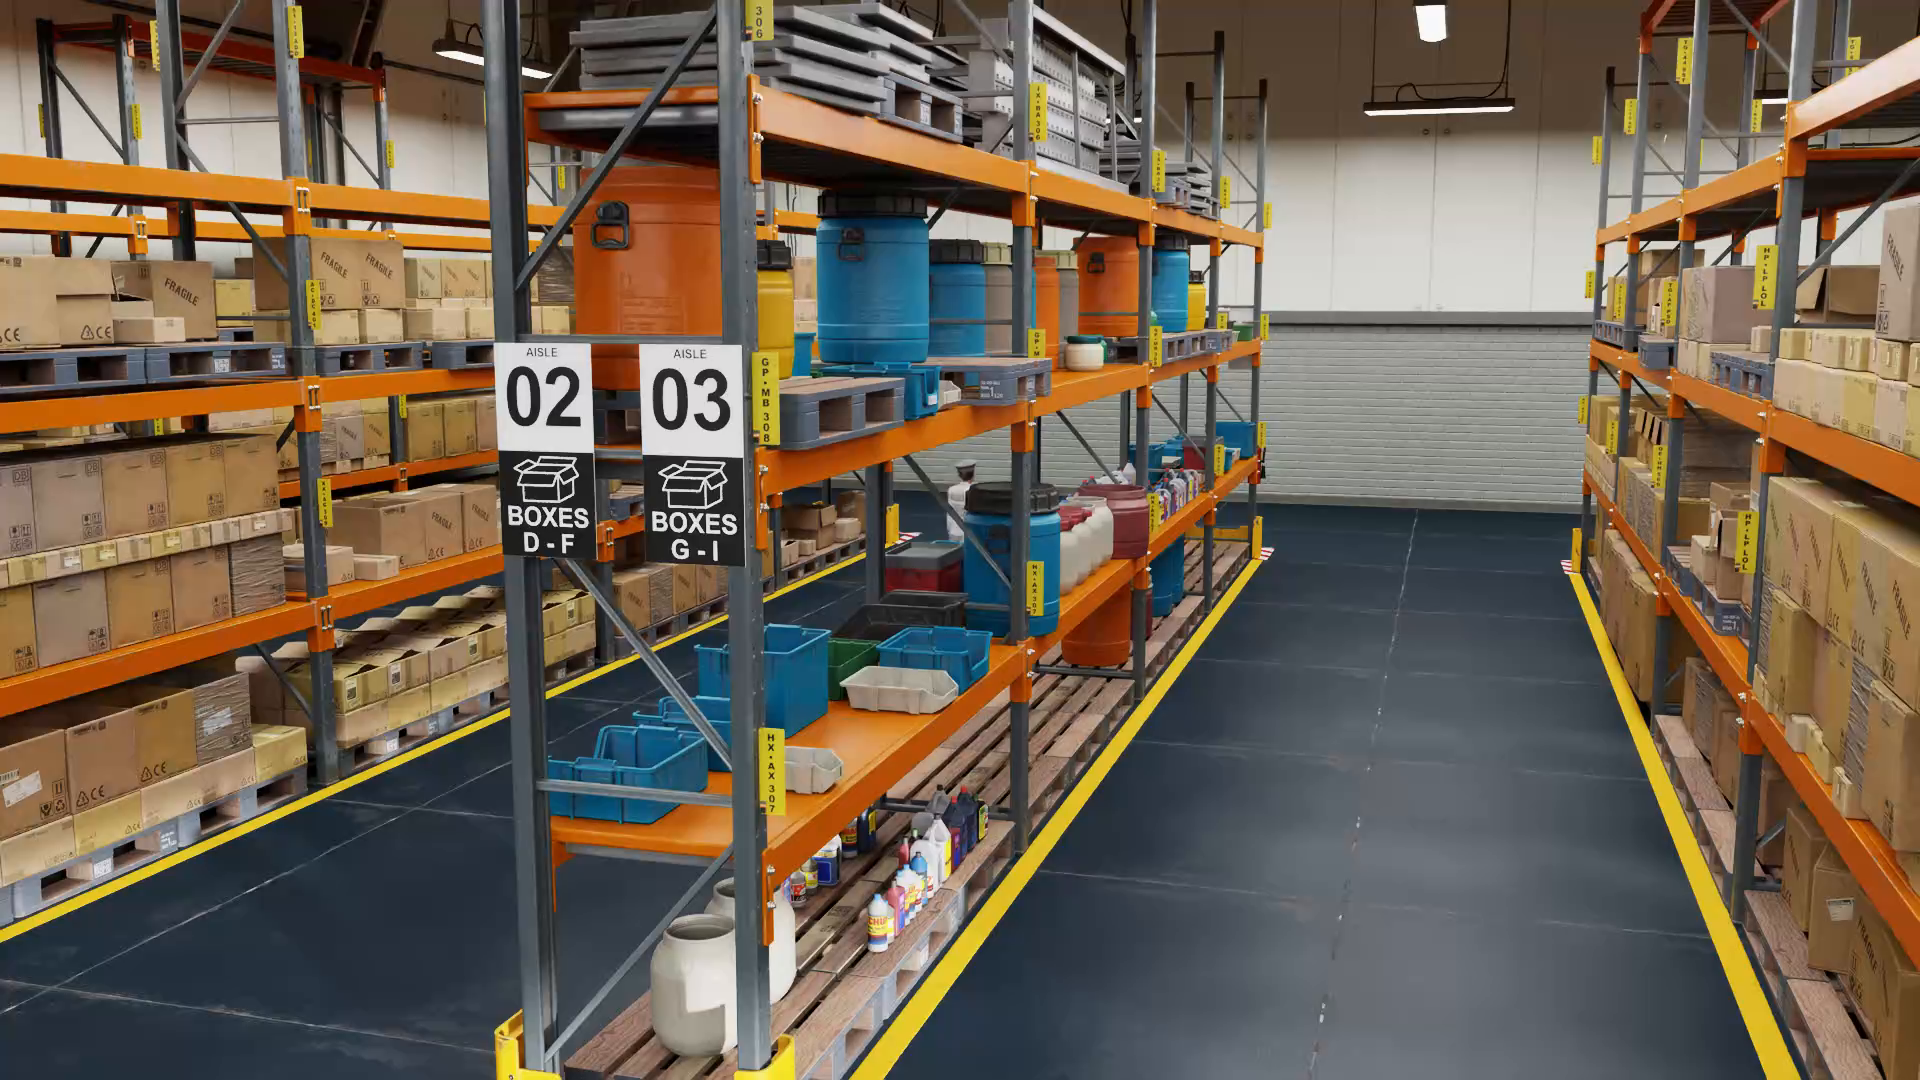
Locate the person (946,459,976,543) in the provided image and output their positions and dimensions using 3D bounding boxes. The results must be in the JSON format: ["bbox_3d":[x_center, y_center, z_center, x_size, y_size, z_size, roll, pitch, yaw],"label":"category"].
[{"bbox_3d":[0.073,0.012,17.123,0.435,1.661,0.645,-7,11,-38],"label":"person"}]
